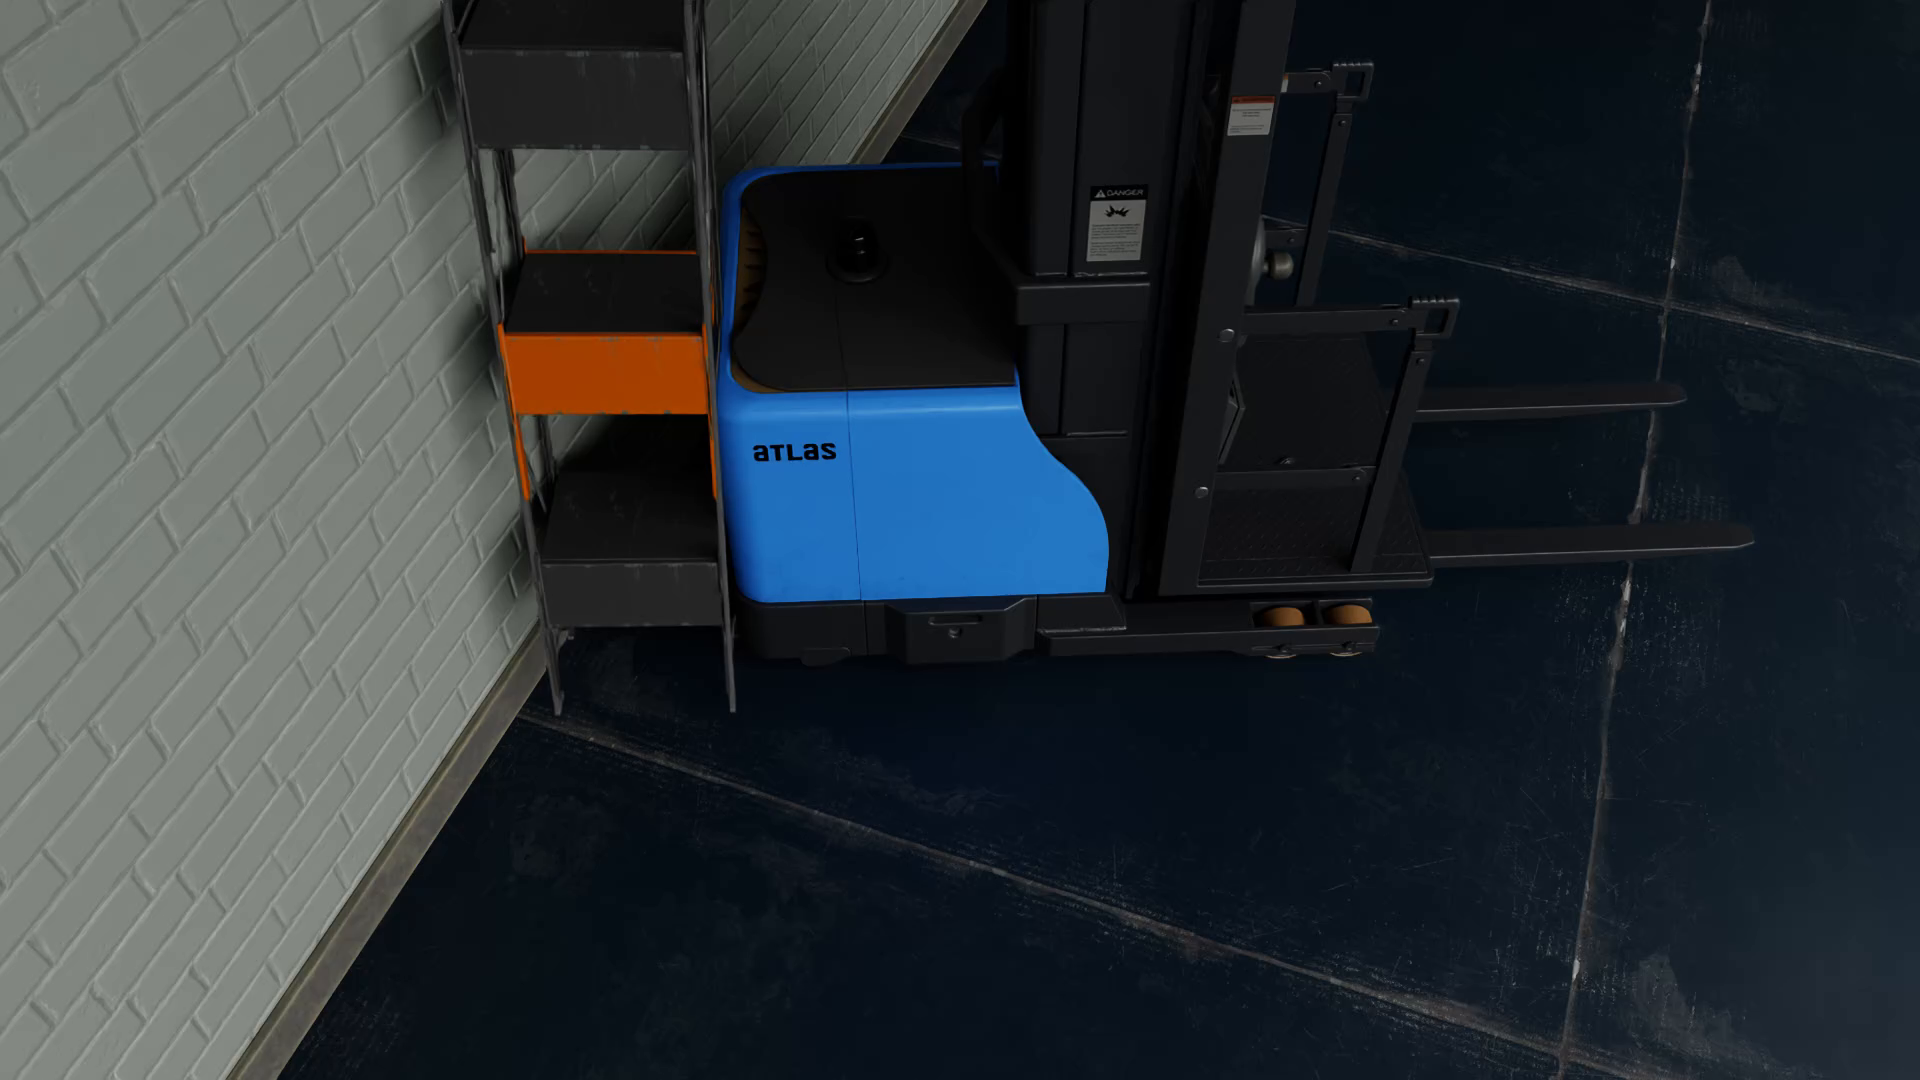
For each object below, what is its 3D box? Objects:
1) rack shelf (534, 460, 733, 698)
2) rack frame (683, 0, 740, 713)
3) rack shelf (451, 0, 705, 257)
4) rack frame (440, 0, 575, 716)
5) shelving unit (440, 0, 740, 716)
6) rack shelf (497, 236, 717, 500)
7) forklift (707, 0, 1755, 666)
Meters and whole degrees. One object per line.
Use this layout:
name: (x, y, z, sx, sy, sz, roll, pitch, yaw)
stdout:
rack shelf: (-0.887, 0.106, 4.637, 0.480, 0.518, 0.431, 0, 40, -4)
rack frame: (-0.614, -0.445, 4.200, 0.015, 2.100, 0.400, 0, 40, -4)
rack shelf: (-0.828, -0.971, 3.744, 0.480, 0.518, 0.431, 0, 40, -4)
rack frame: (-1.100, -0.441, 4.164, 0.015, 2.100, 0.400, 0, 40, -4)
shelving unit: (-0.857, -0.443, 4.182, 0.503, 2.100, 0.431, 0, 40, -4)
rack shelf: (-0.858, -0.432, 4.191, 0.480, 0.518, 0.431, 0, 40, -4)
forklift: (0.842, -1.009, 4.185, 3.031, 2.935, 1.130, -2, 49, -2)
